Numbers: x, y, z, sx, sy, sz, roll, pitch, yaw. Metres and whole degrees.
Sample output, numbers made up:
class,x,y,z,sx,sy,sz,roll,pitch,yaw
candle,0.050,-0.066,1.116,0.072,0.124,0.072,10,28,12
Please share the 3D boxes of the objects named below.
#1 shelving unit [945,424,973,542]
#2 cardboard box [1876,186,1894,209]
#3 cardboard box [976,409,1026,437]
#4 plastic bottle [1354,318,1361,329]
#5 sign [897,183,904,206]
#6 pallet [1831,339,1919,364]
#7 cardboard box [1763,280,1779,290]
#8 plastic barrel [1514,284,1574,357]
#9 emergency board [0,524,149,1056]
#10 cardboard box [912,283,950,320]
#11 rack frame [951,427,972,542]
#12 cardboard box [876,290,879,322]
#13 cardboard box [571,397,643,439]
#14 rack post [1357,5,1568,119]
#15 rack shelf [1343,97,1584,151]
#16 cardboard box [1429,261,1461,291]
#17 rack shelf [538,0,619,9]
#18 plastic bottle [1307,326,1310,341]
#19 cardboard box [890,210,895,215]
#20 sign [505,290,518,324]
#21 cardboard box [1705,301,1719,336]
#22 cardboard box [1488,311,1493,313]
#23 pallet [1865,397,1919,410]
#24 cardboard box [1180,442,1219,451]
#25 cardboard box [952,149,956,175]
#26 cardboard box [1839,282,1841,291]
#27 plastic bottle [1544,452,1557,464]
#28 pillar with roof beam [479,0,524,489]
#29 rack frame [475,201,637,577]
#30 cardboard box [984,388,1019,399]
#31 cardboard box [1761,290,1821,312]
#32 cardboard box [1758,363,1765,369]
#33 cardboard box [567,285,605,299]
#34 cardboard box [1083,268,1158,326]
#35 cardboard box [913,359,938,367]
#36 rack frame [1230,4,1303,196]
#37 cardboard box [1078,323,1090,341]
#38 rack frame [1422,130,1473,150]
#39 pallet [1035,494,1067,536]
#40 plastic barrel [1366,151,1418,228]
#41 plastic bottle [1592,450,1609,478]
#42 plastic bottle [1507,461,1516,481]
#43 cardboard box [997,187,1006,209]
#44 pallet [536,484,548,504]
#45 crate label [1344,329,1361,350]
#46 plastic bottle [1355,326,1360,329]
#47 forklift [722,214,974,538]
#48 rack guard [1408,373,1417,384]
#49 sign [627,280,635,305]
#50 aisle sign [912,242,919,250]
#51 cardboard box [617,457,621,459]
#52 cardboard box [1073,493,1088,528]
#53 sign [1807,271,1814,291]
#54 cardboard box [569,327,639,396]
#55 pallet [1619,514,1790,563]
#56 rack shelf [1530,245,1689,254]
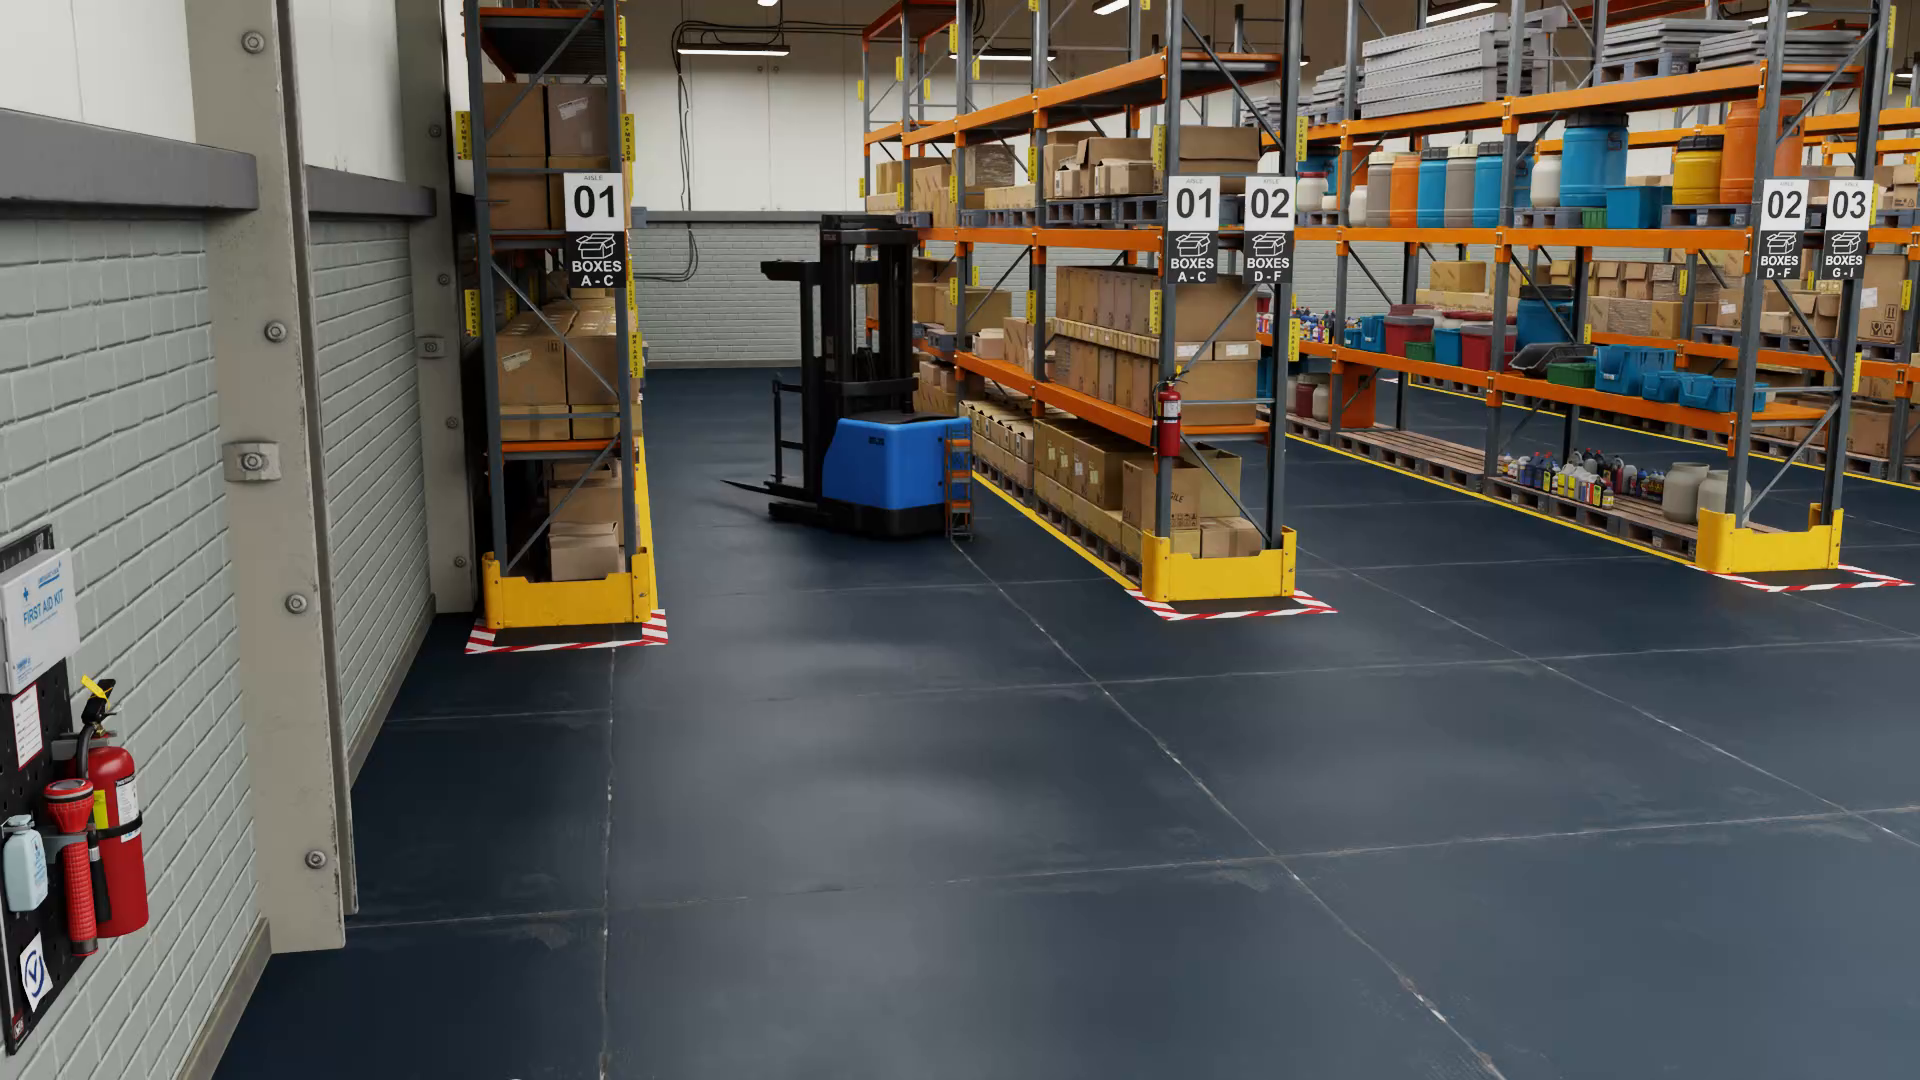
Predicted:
class,x,y,z,sx,sy,sz,roll,pitch,yaw
shelving unit,-0.010,-0.526,15.203,0.215,1.050,0.252,-2,11,-11
cardboard box,10.674,-3.930,19.091,0.396,0.266,0.258,-2,11,-9
cardboard box,0.480,-1.356,19.084,0.500,0.311,0.500,-2,11,-13
plastic bottle,5.435,-2.888,22.715,0.061,0.283,0.133,-2,11,-11
sign,-0.850,-4.962,23.891,0.100,0.325,0.005,-2,11,-11
pallet,10.949,-2.199,19.293,1.003,0.211,1.213,-2,11,-11
cardboard box,13.813,-4.146,27.946,0.500,0.500,0.500,-2,11,-13
plastic barrel,6.318,-2.296,17.948,0.600,0.901,0.708,-2,11,-11
emergency board,-2.218,0.585,4.156,0.194,1.169,0.643,-2,11,-11
cardboard box,-0.446,-3.416,23.783,0.700,0.500,0.500,-6,12,-30
rack frame,0.013,-0.503,15.086,0.200,1.050,0.008,-2,11,-11
cardboard box,-1.069,-3.760,26.717,0.500,0.500,0.500,-2,11,-11
cardboard box,-2.627,-0.911,12.360,0.500,0.250,0.500,-2,11,-13
rack post,5.629,-5.371,18.866,1.013,1.000,3.121,-2,11,-11
rack shelf,5.707,-4.732,19.036,1.077,0.370,4.000,-2,11,-11
cardboard box,8.547,-4.600,28.994,0.500,0.500,0.500,-2,11,-12
rack shelf,-4.788,-6.934,20.649,1.077,0.370,4.000,-2,11,-11
plastic bottle,4.715,-2.780,22.364,0.097,0.201,0.097,0,11,0
cardboard box,-0.761,-4.827,24.966,0.500,0.250,0.500,-2,11,-11
sign,-4.165,-2.155,15.454,0.100,0.325,0.005,-2,11,-11
cardboard box,10.349,-3.029,22.876,0.500,0.500,0.500,-2,11,-9
cardboard box,8.868,-3.677,27.218,0.380,0.149,0.250,-2,11,-10
pallet,14.677,-2.040,25.403,1.003,0.211,1.213,-2,11,-11
cardboard box,1.920,-0.568,14.435,0.500,0.500,0.500,-2,11,-11
cardboard box,0.182,-4.803,21.497,0.500,0.500,0.500,-2,11,-11
cardboard box,14.017,-3.965,26.016,0.380,0.149,0.250,-2,11,-11
plastic bottle,5.988,-0.724,16.942,0.144,0.351,0.185,-2,11,-11
pillar with roof beam,-0.772,-5.175,18.370,9.100,9.000,0.400,-2,11,-11
rack frame,-2.843,-0.874,11.817,1.000,3.000,0.127,-2,11,-11
cardboard box,0.543,-1.700,21.665,0.500,0.500,0.500,-3,11,-13
cardboard box,10.528,-2.940,21.285,0.700,0.500,0.500,0,11,-3
cardboard box,13.824,-2.922,28.286,0.380,0.149,0.250,-2,11,-10
cardboard box,-4.226,-2.804,18.781,0.380,0.149,0.250,-4,12,-21
cardboard box,1.526,-2.209,15.095,0.700,0.500,0.500,-2,11,-11
cardboard box,-0.689,-2.589,26.332,0.797,0.503,0.637,-2,11,-11
rack frame,4.540,-6.382,24.713,1.000,3.000,0.127,-2,11,-11
cardboard box,1.299,-1.912,15.272,0.380,0.149,0.250,-2,11,-13
rack frame,8.621,-7.296,29.513,1.000,3.000,0.127,-2,11,-11
pallet,1.351,-0.271,16.108,1.003,0.211,1.213,-2,11,-11
plastic barrel,5.265,-4.262,20.259,0.600,0.901,0.600,0,11,0
plastic bottle,6.542,-0.739,17.021,0.144,0.351,0.185,-3,11,-14
plastic bottle,5.748,-0.716,17.296,0.097,0.201,0.097,0,11,0
cardboard box,0.722,-3.951,19.242,0.500,0.250,0.500,-2,11,-9
pallet,-3.774,-0.380,16.682,1.003,0.211,1.213,-2,11,-11
crate label,5.033,-2.528,20.957,0.303,0.233,0.416,-2,11,-11
plastic bottle,5.343,-2.772,22.320,0.097,0.201,0.097,0,11,0
forklift,-1.227,-1.674,16.206,1.130,2.935,3.031,-9,14,-41
rack guard,8.616,-3.125,30.331,1.175,0.500,0.348,-2,11,-11
sign,-3.869,-2.892,19.538,0.100,0.325,0.005,-2,11,-11
aisle sign,-0.810,-5.290,28.066,0.394,0.787,0.004,-2,11,-11
cardboard box,-4.208,-1.199,19.035,0.700,0.500,0.500,-2,11,-10
cardboard box,1.317,-0.272,14.889,0.500,0.250,0.500,-2,11,-11
sign,13.753,-4.181,26.878,0.100,0.325,0.005,-2,11,-11
cardboard box,-2.728,-1.368,12.755,0.500,0.500,0.500,-2,11,-11
pallet,6.661,-0.025,14.819,1.003,0.211,1.213,-2,11,-11
rack shelf,9.788,-4.368,24.079,1.077,0.370,4.000,-2,11,-11
